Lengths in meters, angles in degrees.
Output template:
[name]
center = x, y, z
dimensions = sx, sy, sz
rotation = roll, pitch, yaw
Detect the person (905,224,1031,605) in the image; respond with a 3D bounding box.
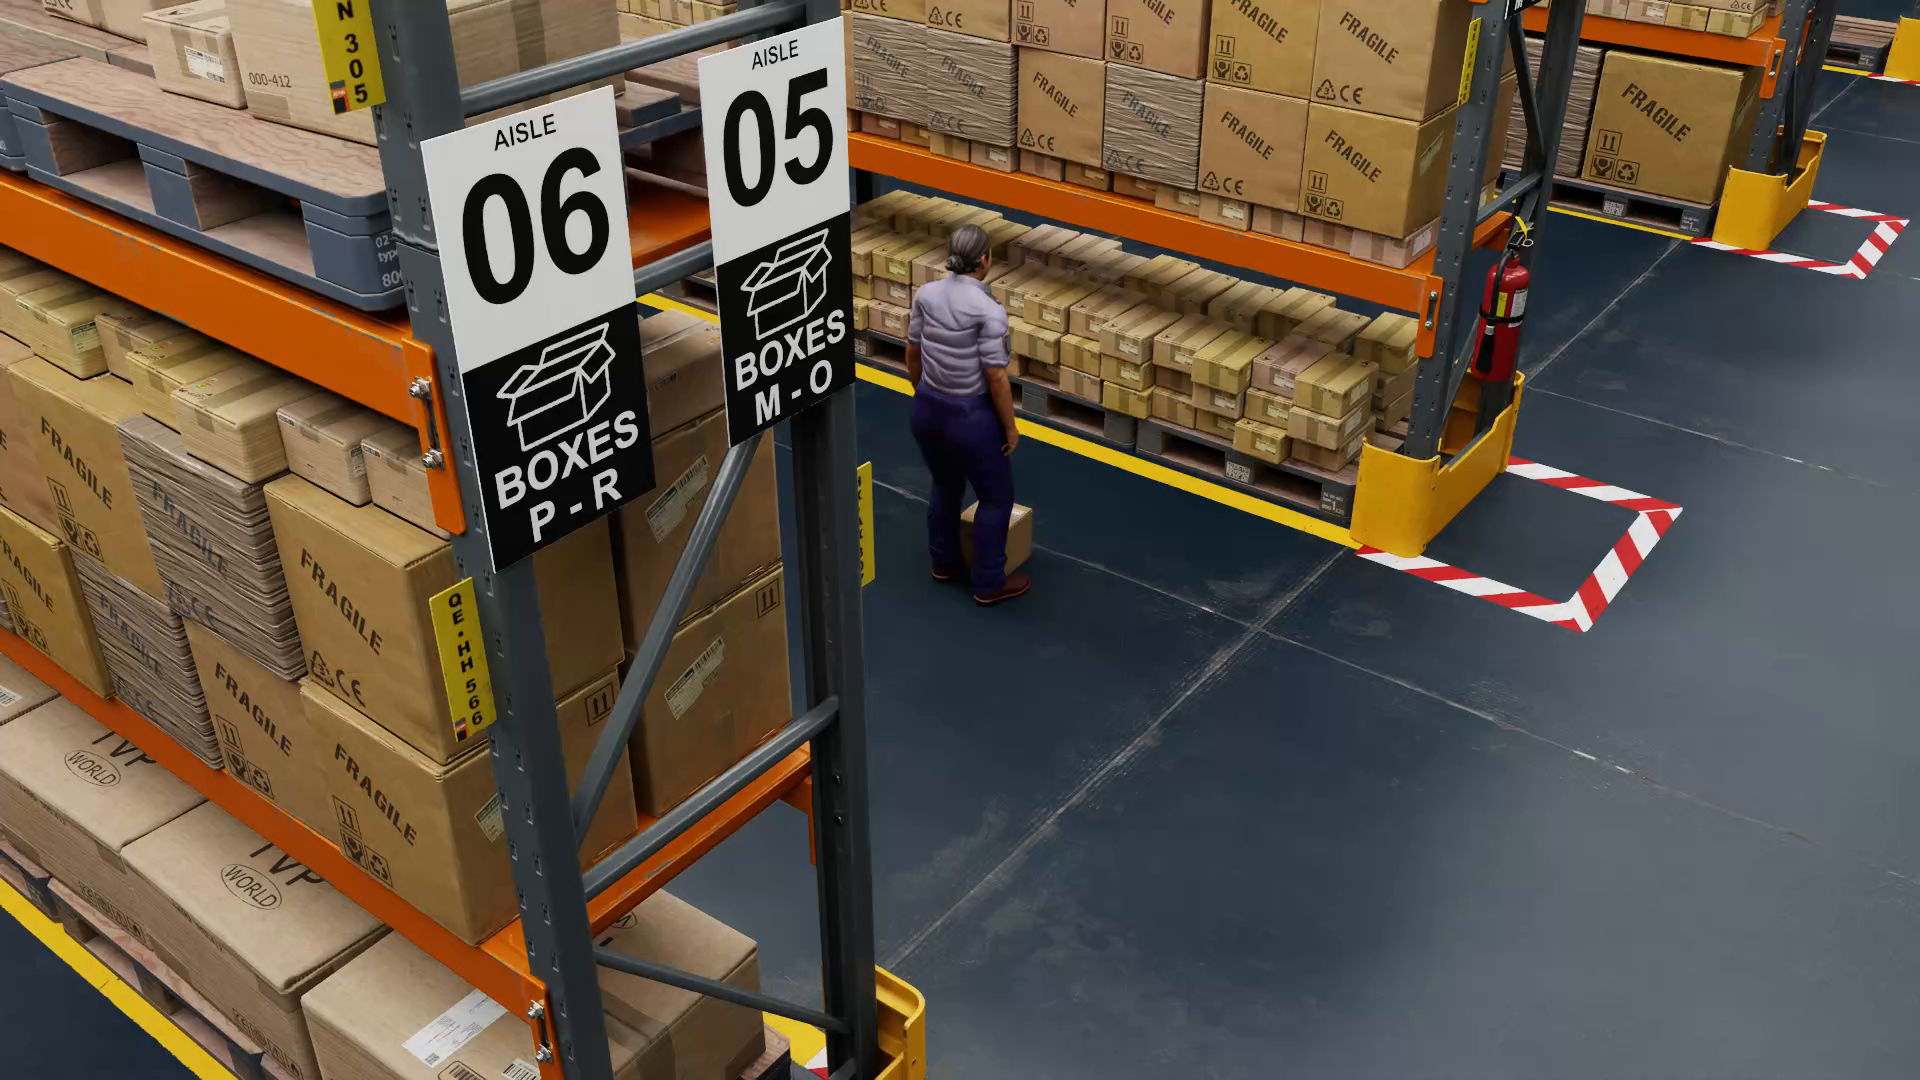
[person]
center = 0.030, -0.522, 7.007
dimensions = 0.537, 1.651, 0.417
rotation = 22, 37, 31
